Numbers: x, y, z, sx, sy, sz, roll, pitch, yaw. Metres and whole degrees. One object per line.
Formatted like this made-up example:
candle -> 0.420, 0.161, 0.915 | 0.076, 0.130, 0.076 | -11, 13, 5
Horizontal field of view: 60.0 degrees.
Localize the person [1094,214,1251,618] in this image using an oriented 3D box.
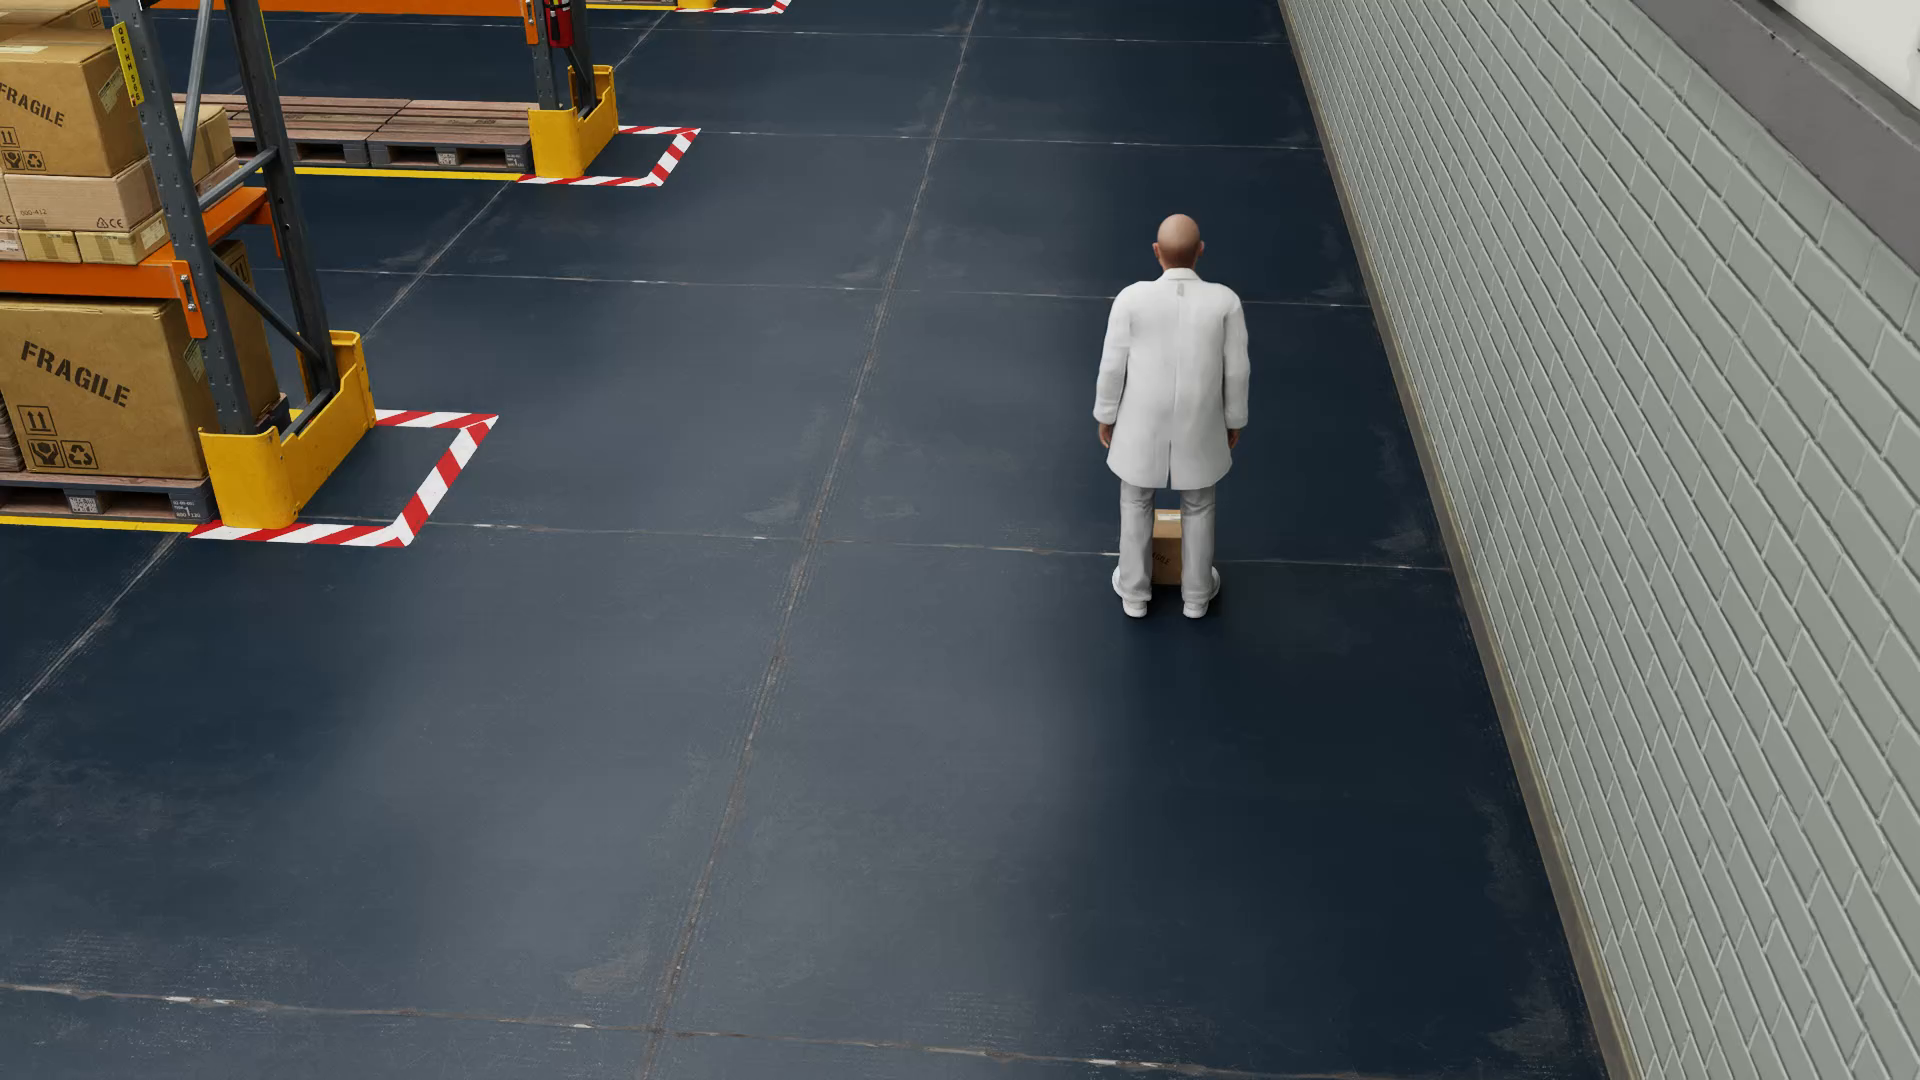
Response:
person -> 0.880, -0.491, 6.949 | 0.642, 1.774, 0.421 | 3, 32, 4
